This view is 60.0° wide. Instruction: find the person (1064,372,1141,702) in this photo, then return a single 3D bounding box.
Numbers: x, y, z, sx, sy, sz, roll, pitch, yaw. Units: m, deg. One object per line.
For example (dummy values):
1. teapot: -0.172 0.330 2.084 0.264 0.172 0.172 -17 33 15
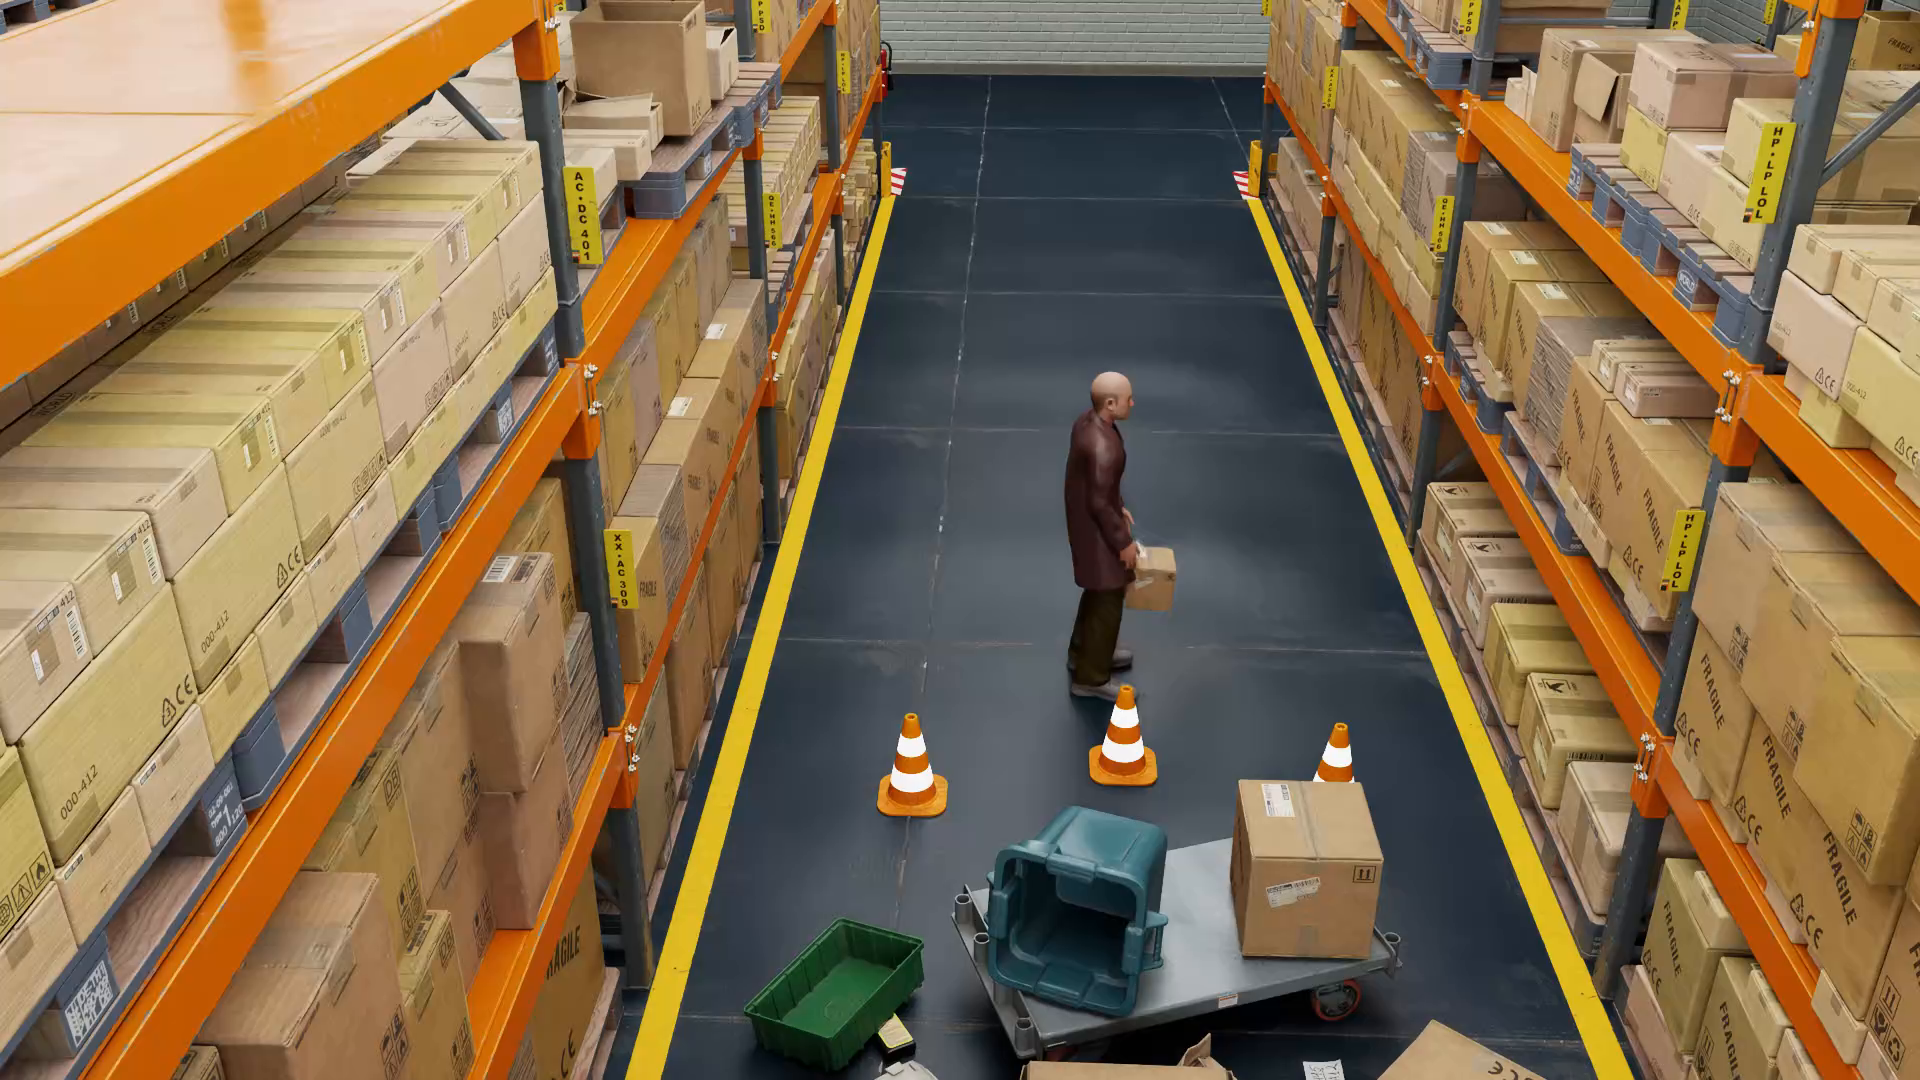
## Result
1. person: 0.751 -0.039 8.706 0.424 1.779 0.587 0 28 1
